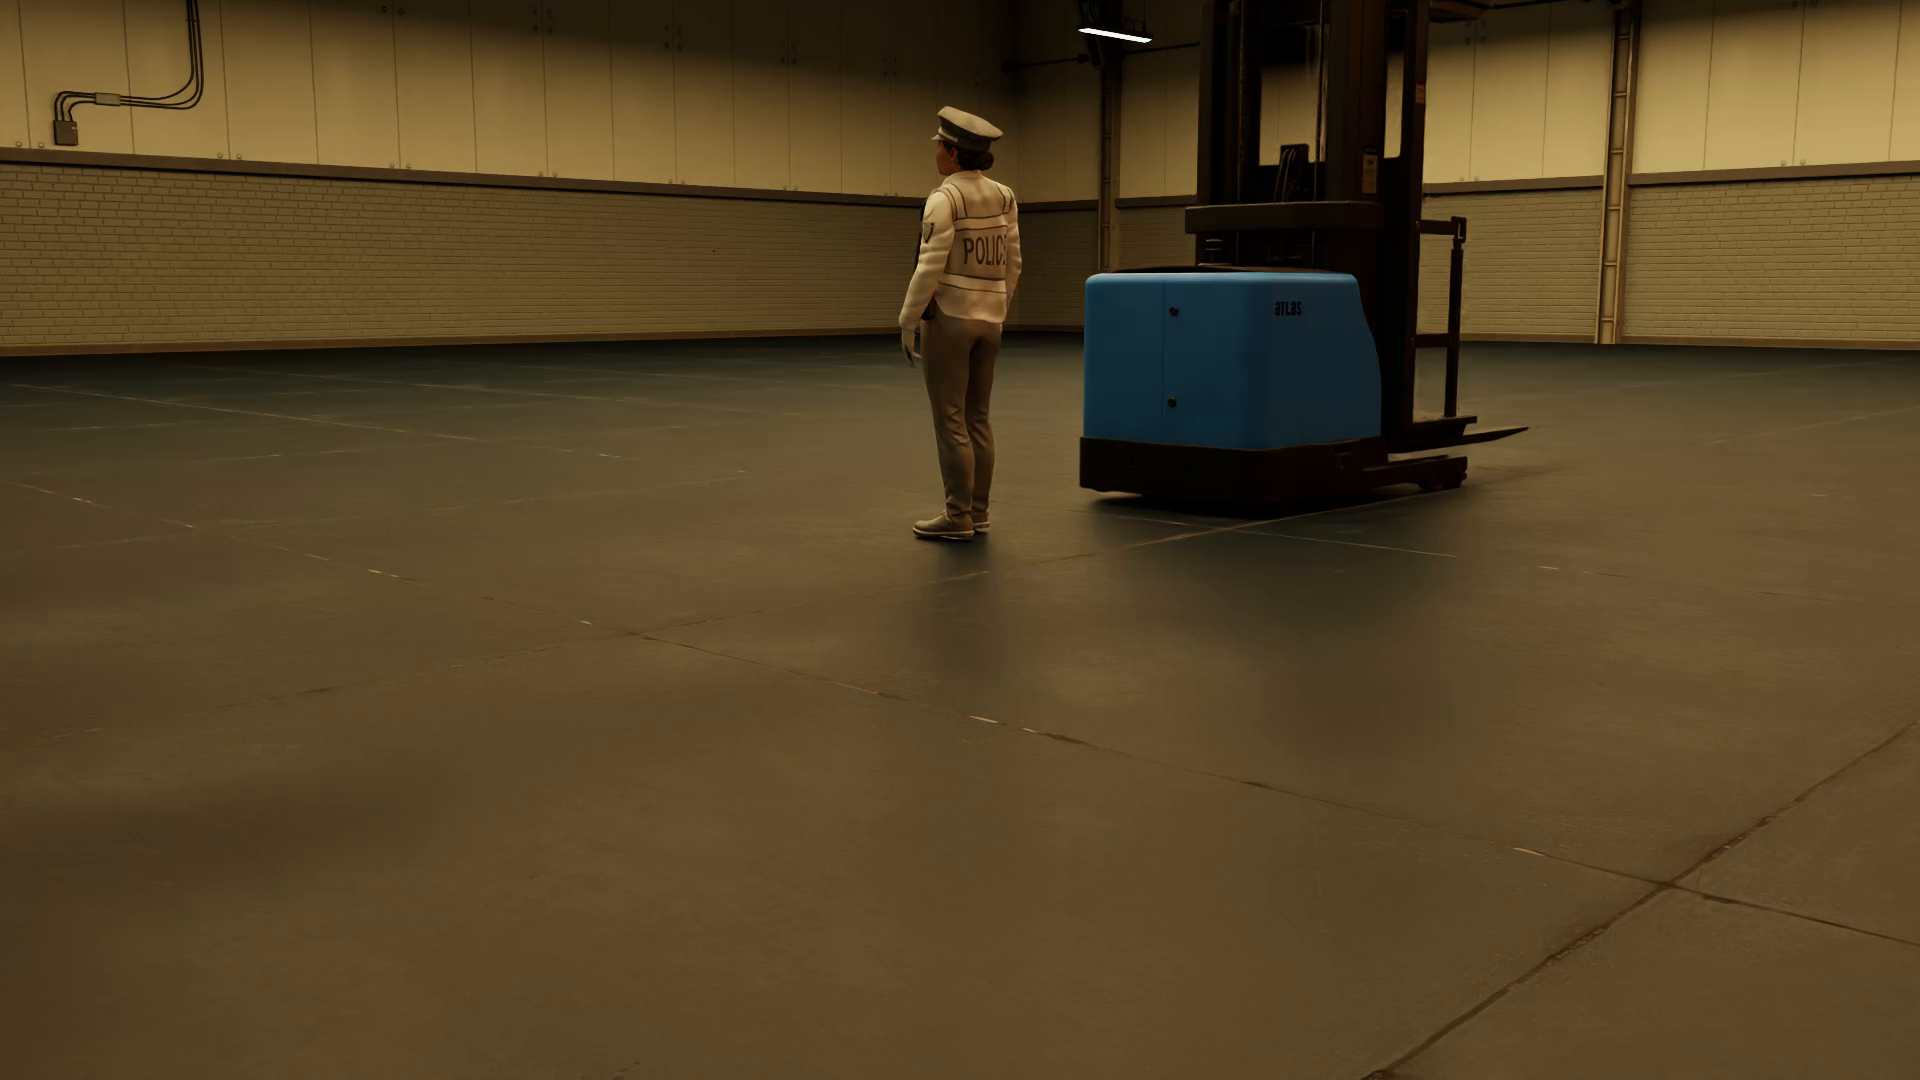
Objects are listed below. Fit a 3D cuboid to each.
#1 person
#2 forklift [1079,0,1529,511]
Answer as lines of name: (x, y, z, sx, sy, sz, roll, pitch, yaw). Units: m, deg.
person: (-0.045, -0.853, 6.642, 0.531, 1.695, 0.588, 8, 12, 43)
forklift: (1.953, -1.742, 8.442, 1.130, 2.935, 3.031, 8, 12, 43)
